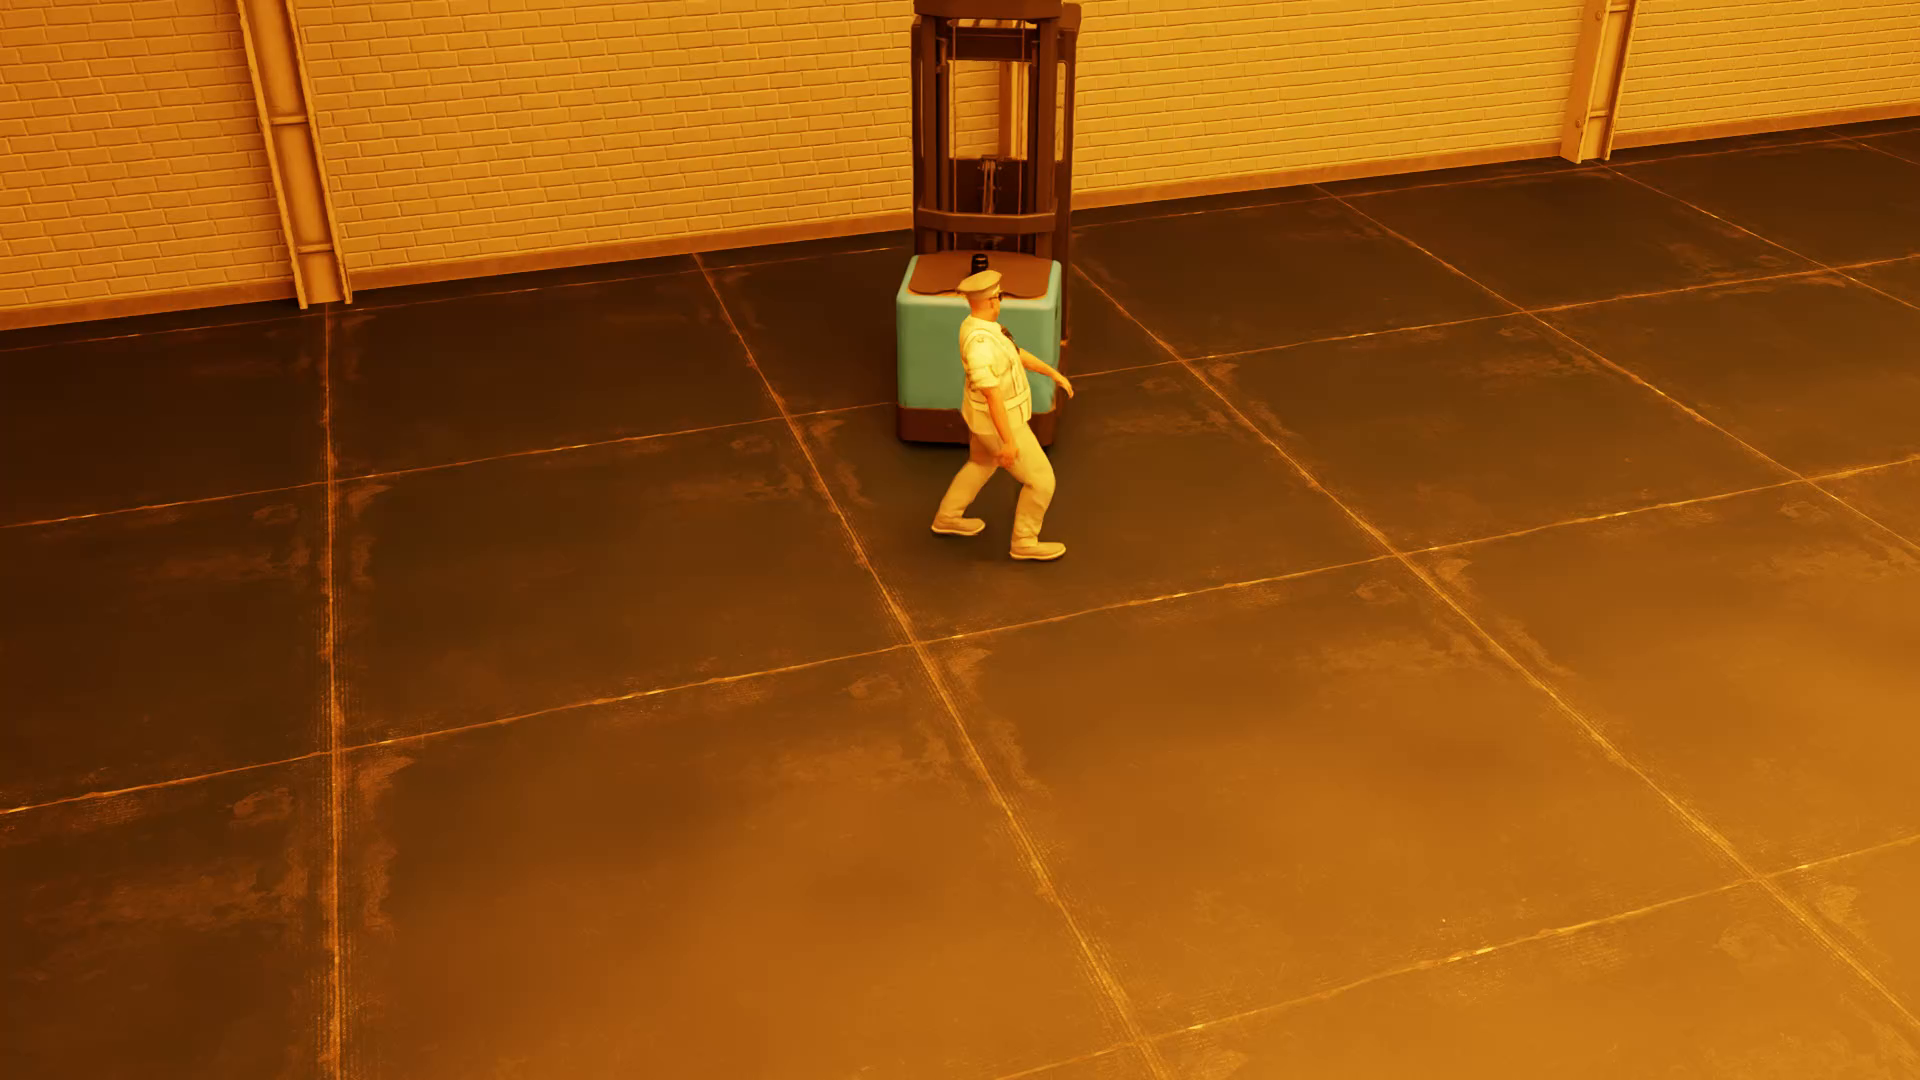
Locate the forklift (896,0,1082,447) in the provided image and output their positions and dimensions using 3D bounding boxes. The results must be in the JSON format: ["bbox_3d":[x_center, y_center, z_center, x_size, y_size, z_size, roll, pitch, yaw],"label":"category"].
[{"bbox_3d":[0.248,-2.593,11.594,1.130,2.935,3.031,3,30,5],"label":"forklift"}]

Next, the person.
[{"bbox_3d":[0.276,-0.693,9.569,0.811,1.660,0.722,-7,31,-12],"label":"person"}]
